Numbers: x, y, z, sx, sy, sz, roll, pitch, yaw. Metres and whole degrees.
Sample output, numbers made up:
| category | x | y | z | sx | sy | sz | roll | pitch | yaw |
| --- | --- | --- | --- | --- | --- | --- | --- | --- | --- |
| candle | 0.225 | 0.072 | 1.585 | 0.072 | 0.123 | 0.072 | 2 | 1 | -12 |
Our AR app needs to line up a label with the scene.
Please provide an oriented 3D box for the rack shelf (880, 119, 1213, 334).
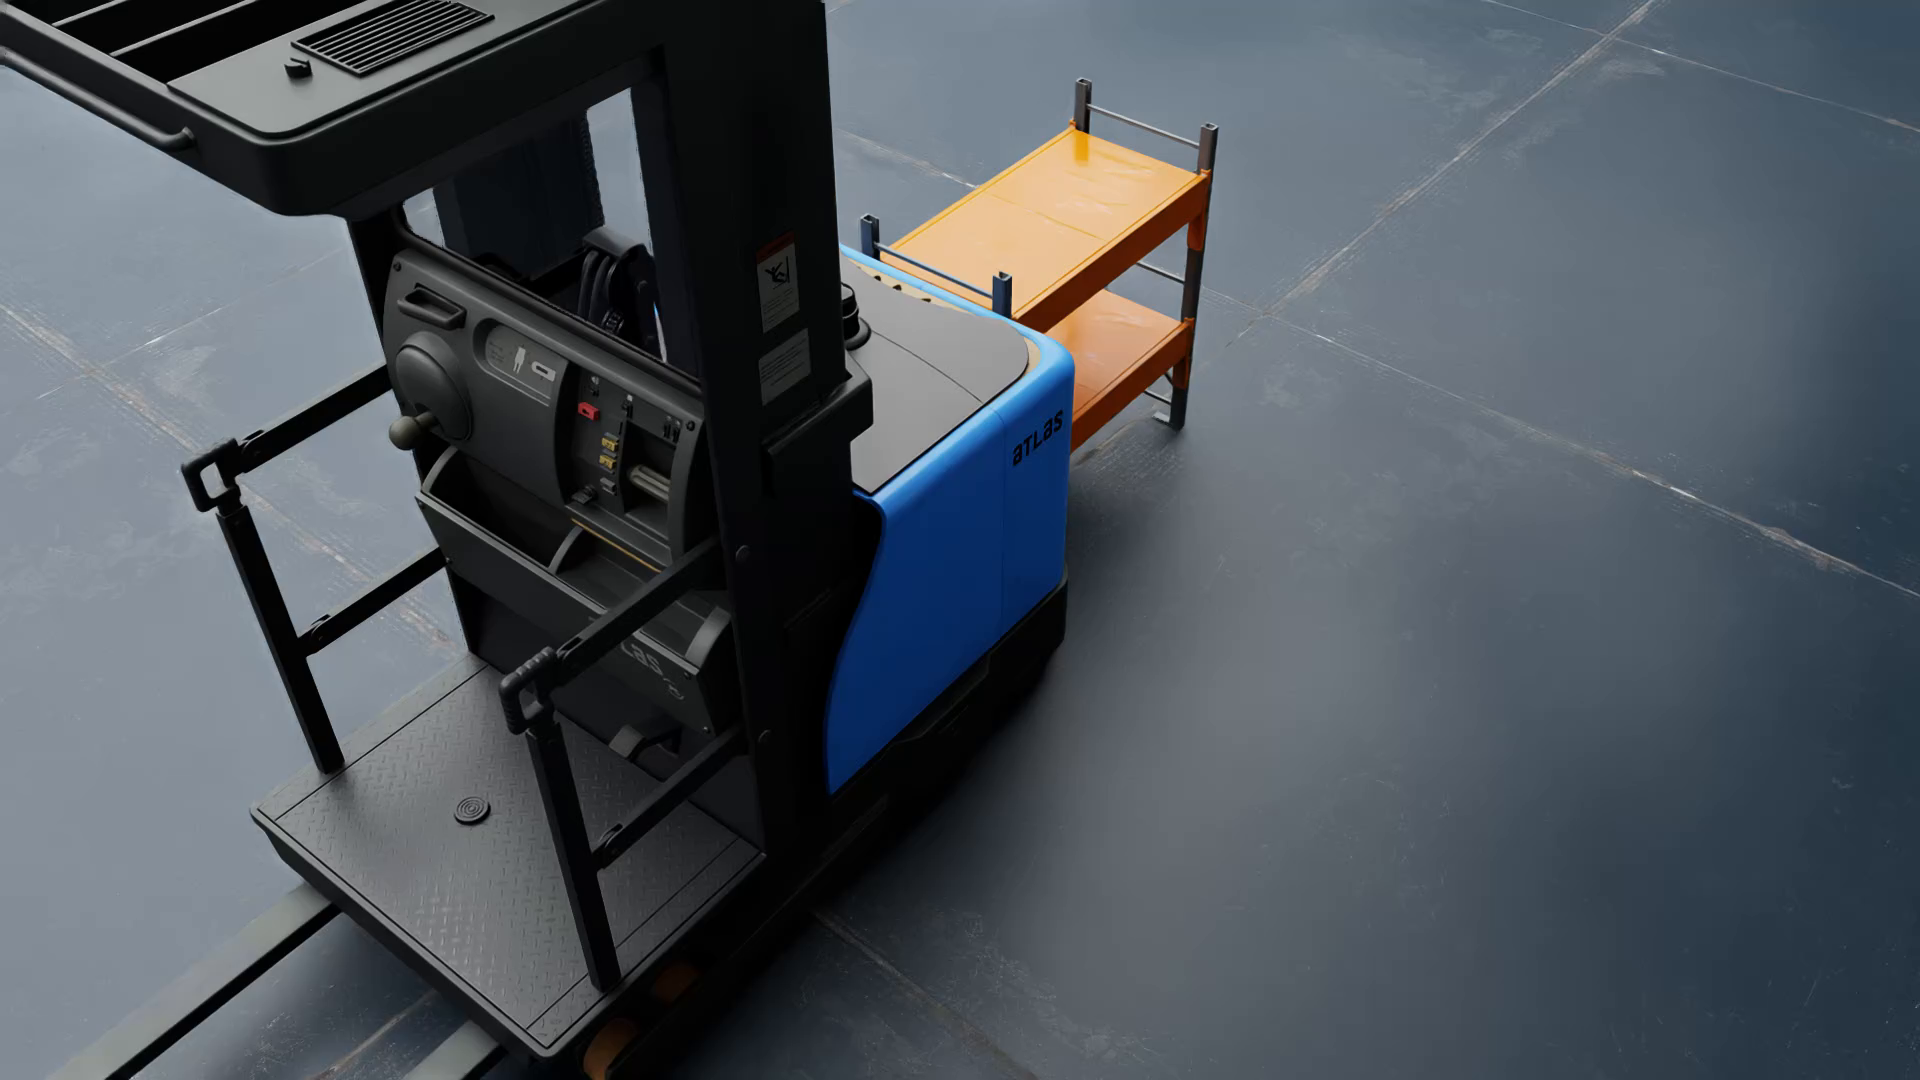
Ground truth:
| category | x | y | z | sx | sy | sz | roll | pitch | yaw |
| --- | --- | --- | --- | --- | --- | --- | --- | --- | --- |
| rack shelf | 0.246 | -0.854 | 4.918 | 0.538 | 0.278 | 1.000 | 28 | 49 | 27 |

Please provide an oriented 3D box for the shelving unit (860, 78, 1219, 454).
| category | x | y | z | sx | sy | sz | roll | pitch | yaw |
| --- | --- | --- | --- | --- | --- | --- | --- | --- | --- |
| shelving unit | 0.246 | -0.637 | 5.115 | 0.538 | 1.125 | 1.048 | 28 | 49 | 27 |

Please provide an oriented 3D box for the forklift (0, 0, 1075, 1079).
| category | x | y | z | sx | sy | sz | roll | pitch | yaw |
| --- | --- | --- | --- | --- | --- | --- | --- | --- | --- |
| forklift | -1.001 | -0.197 | 3.288 | 1.130 | 2.935 | 3.031 | 28 | 49 | 27 |

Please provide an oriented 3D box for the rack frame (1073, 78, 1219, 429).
| category | x | y | z | sx | sy | sz | roll | pitch | yaw |
| --- | --- | --- | --- | --- | --- | --- | --- | --- | --- |
| rack frame | 0.561 | -0.906 | 5.410 | 0.500 | 1.125 | 0.032 | 28 | 49 | 27 |

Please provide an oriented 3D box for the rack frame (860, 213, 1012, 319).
| category | x | y | z | sx | sy | sz | roll | pitch | yaw |
| --- | --- | --- | --- | --- | --- | --- | --- | --- | --- |
| rack frame | -0.069 | -0.369 | 4.820 | 0.500 | 1.125 | 0.032 | 28 | 49 | 27 |

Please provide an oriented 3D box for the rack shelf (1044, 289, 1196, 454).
| category | x | y | z | sx | sy | sz | roll | pitch | yaw |
| --- | --- | --- | --- | --- | --- | --- | --- | --- | --- |
| rack shelf | 0.246 | -0.457 | 5.279 | 0.538 | 0.278 | 1.000 | 28 | 49 | 27 |
